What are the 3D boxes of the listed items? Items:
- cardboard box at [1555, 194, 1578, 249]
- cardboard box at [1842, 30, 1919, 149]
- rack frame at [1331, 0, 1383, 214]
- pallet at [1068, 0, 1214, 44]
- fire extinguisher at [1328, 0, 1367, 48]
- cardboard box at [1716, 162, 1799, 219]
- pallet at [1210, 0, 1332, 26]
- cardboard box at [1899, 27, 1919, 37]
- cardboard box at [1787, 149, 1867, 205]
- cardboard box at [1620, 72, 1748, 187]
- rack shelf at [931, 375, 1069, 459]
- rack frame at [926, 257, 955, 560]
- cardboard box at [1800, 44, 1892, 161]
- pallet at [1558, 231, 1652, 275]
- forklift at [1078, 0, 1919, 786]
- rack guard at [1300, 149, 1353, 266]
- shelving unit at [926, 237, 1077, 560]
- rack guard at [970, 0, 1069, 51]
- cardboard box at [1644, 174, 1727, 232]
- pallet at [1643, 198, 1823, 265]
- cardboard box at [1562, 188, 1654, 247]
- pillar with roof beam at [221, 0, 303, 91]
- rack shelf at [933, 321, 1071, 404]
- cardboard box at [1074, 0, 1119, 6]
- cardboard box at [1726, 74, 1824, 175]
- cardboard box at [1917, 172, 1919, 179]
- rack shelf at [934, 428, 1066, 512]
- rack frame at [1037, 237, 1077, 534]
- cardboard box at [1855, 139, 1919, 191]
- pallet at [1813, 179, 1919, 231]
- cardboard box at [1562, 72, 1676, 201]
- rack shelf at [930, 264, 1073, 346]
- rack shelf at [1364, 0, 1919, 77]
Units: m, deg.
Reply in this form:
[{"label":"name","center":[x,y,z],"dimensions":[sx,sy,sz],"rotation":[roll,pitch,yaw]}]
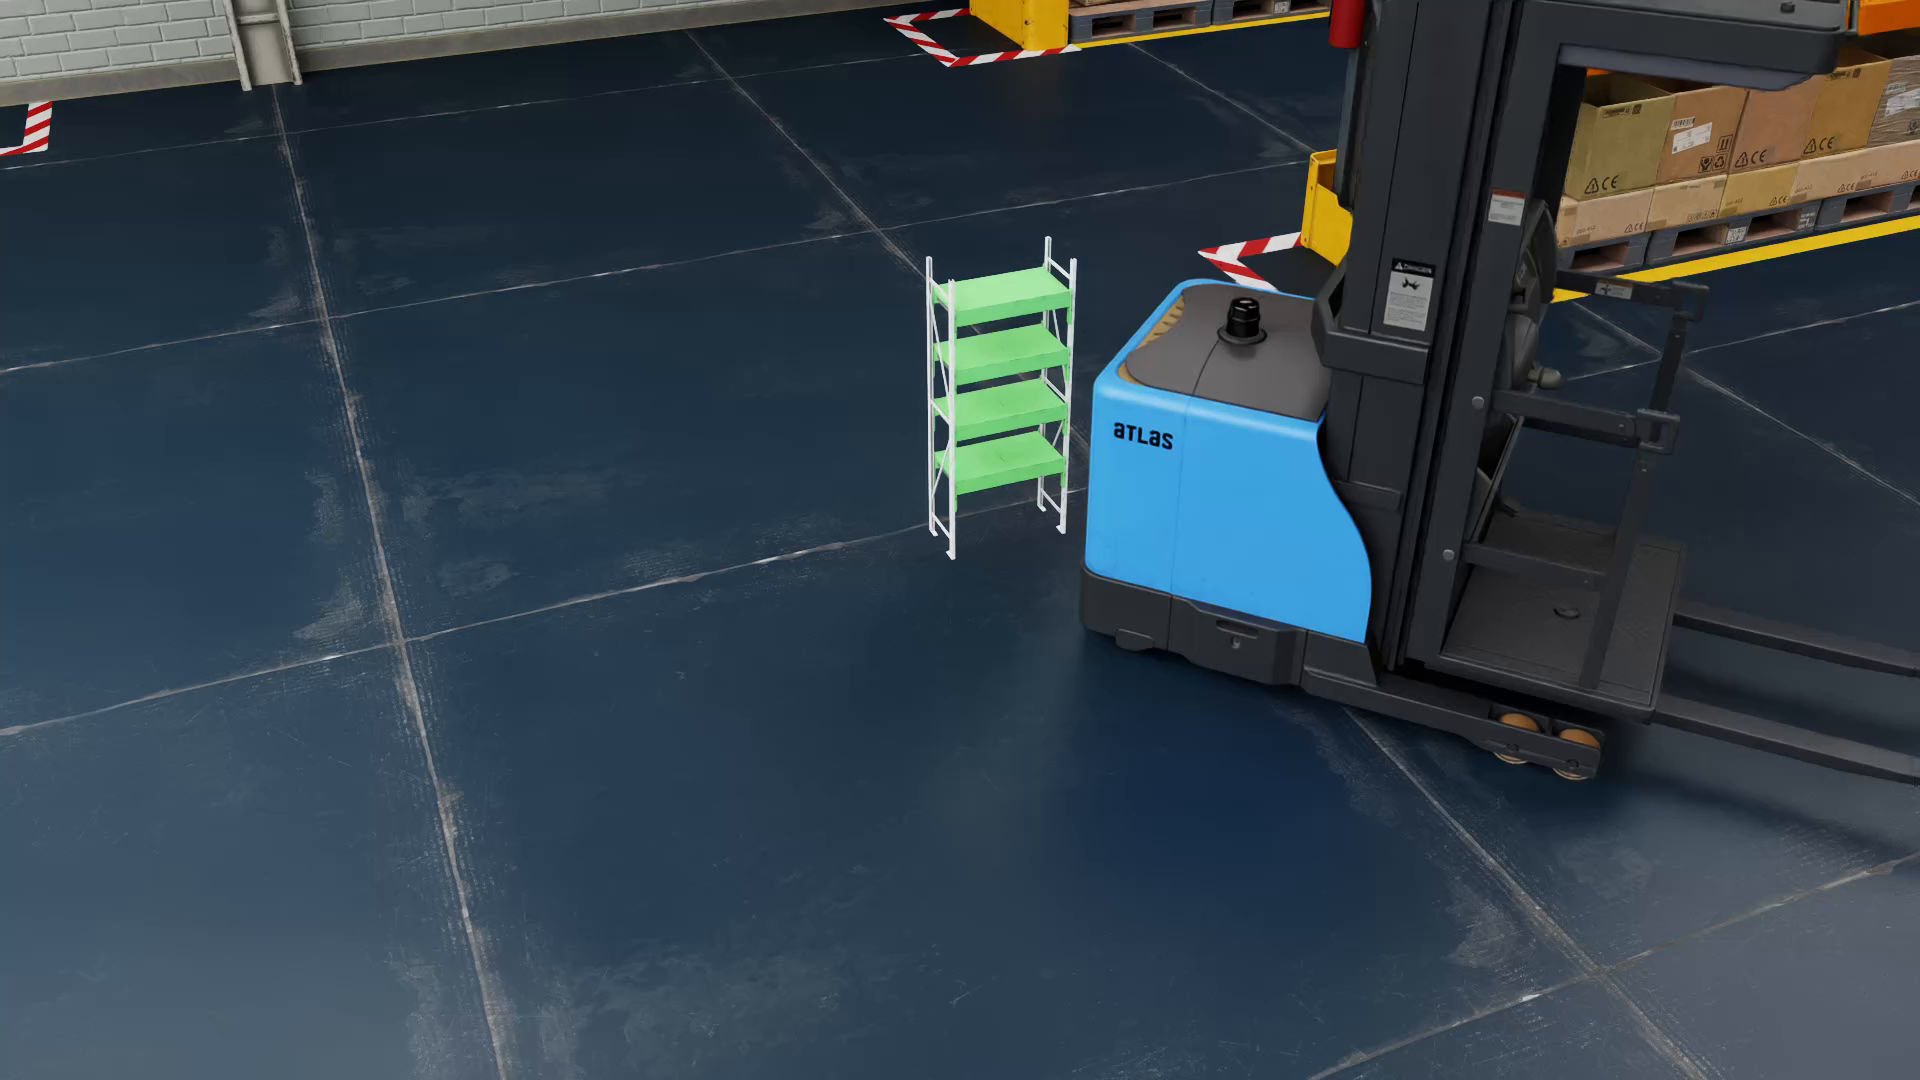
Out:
[{"label":"cardboard box","center":[2.872,-1.712,8.768],"dimensions":[0.500,0.250,0.500],"rotation":[-13,35,-19]},{"label":"cardboard box","center":[5.171,-2.562,9.386],"dimensions":[0.500,0.500,0.500],"rotation":[-13,35,-19]},{"label":"rack frame","center":[2.291,-2.688,8.130],"dimensions":[0.127,3.000,1.000],"rotation":[-13,35,-19]},{"label":"pallet","center":[1.203,-4.179,12.979],"dimensions":[1.213,0.211,1.003],"rotation":[-13,35,-19]},{"label":"fire extinguisher","center":[2.002,-2.864,8.472],"dimensions":[0.183,0.674,0.296],"rotation":[-13,35,-19]},{"label":"cardboard box","center":[4.255,-2.028,9.253],"dimensions":[0.500,0.250,0.500],"rotation":[-13,35,-19]},{"label":"pallet","center":[2.326,-4.434,13.371],"dimensions":[1.213,0.211,1.003],"rotation":[-13,35,-19]},{"label":"cardboard box","center":[5.430,-2.929,9.950],"dimensions":[0.500,0.500,0.500],"rotation":[-13,35,-19]},{"label":"cardboard box","center":[4.716,-2.134,9.416],"dimensions":[0.500,0.250,0.500],"rotation":[-13,35,-19]},{"label":"cardboard box","center":[3.788,-2.245,8.899],"dimensions":[0.500,0.500,0.500],"rotation":[-13,35,-19]},{"label":"rack shelf","center":[0.153,-0.484,6.511],"dimensions":[0.480,0.148,0.258],"rotation":[-13,35,-19]},{"label":"rack frame","center":[-0.072,-0.486,6.397],"dimensions":[0.015,1.200,0.240],"rotation":[-13,35,-19]},{"label":"cardboard box","center":[4.711,-2.455,9.221],"dimensions":[0.500,0.500,0.500],"rotation":[-13,35,-19]},{"label":"pallet","center":[2.980,-1.701,9.171],"dimensions":[1.213,0.211,1.003],"rotation":[-13,35,-19]},{"label":"forklift","center":[1.998,-0.763,5.235],"dimensions":[3.031,2.935,1.130],"rotation":[14,36,21]},{"label":"rack guard","center":[2.269,-1.635,8.804],"dimensions":[0.348,0.500,1.175],"rotation":[-13,35,-19]},{"label":"shelving unit","center":[0.153,-0.538,6.476],"dimensions":[0.503,1.200,0.258],"rotation":[-13,35,-19]},{"label":"rack guard","center":[0.440,-4.146,12.664],"dimensions":[0.348,0.500,1.175],"rotation":[-13,35,-19]},{"label":"cardboard box","center":[3.792,-1.925,9.095],"dimensions":[0.500,0.250,0.500],"rotation":[-13,35,-19]},{"label":"pallet","center":[4.103,-1.957,9.564],"dimensions":[1.213,0.211,1.003],"rotation":[-13,35,-19]},{"label":"cardboard box","center":[3.331,-1.820,8.933],"dimensions":[0.500,0.250,0.500],"rotation":[-13,35,-19]},{"label":"pillar with roof beam","center":[-3.185,-4.844,5.943],"dimensions":[0.400,9.000,9.100],"rotation":[-13,35,-19]},{"label":"rack shelf","center":[0.153,-0.685,6.380],"dimensions":[0.480,0.148,0.258],"rotation":[-13,35,-19]},{"label":"cardboard box","center":[1.043,-4.336,12.726],"dimensions":[0.500,0.311,0.500],"rotation":[-17,37,-24]},{"label":"cardboard box","center":[4.256,-2.342,9.048],"dimensions":[0.500,0.500,0.500],"rotation":[-13,35,-19]},{"label":"cardboard box","center":[5.636,-2.348,9.744],"dimensions":[0.500,0.250,0.500],"rotation":[-13,35,-19]},{"label":"rack shelf","center":[0.153,-0.283,6.642],"dimensions":[0.480,0.148,0.258],"rotation":[-13,35,-19]},{"label":"rack frame","center":[0.378,-0.589,6.556],"dimensions":[0.015,1.200,0.240],"rotation":[-13,35,-19]},{"label":"cardboard box","center":[5.171,-2.247,9.589],"dimensions":[0.500,0.250,0.500],"rotation":[-13,35,-19]},{"label":"pallet","center":[5.230,-2.216,9.963],"dimensions":[1.213,0.211,1.003],"rotation":[-13,35,-19]},{"label":"cardboard box","center":[3.332,-2.133,8.727],"dimensions":[0.500,0.500,0.500],"rotation":[-13,35,-19]},{"label":"rack shelf","center":[0.153,-0.887,6.250],"dimensions":[0.480,0.148,0.258],"rotation":[-13,35,-19]},{"label":"rack shelf","center":[4.135,-2.808,8.975],"dimensions":[4.000,0.370,1.077],"rotation":[-13,35,-19]}]
